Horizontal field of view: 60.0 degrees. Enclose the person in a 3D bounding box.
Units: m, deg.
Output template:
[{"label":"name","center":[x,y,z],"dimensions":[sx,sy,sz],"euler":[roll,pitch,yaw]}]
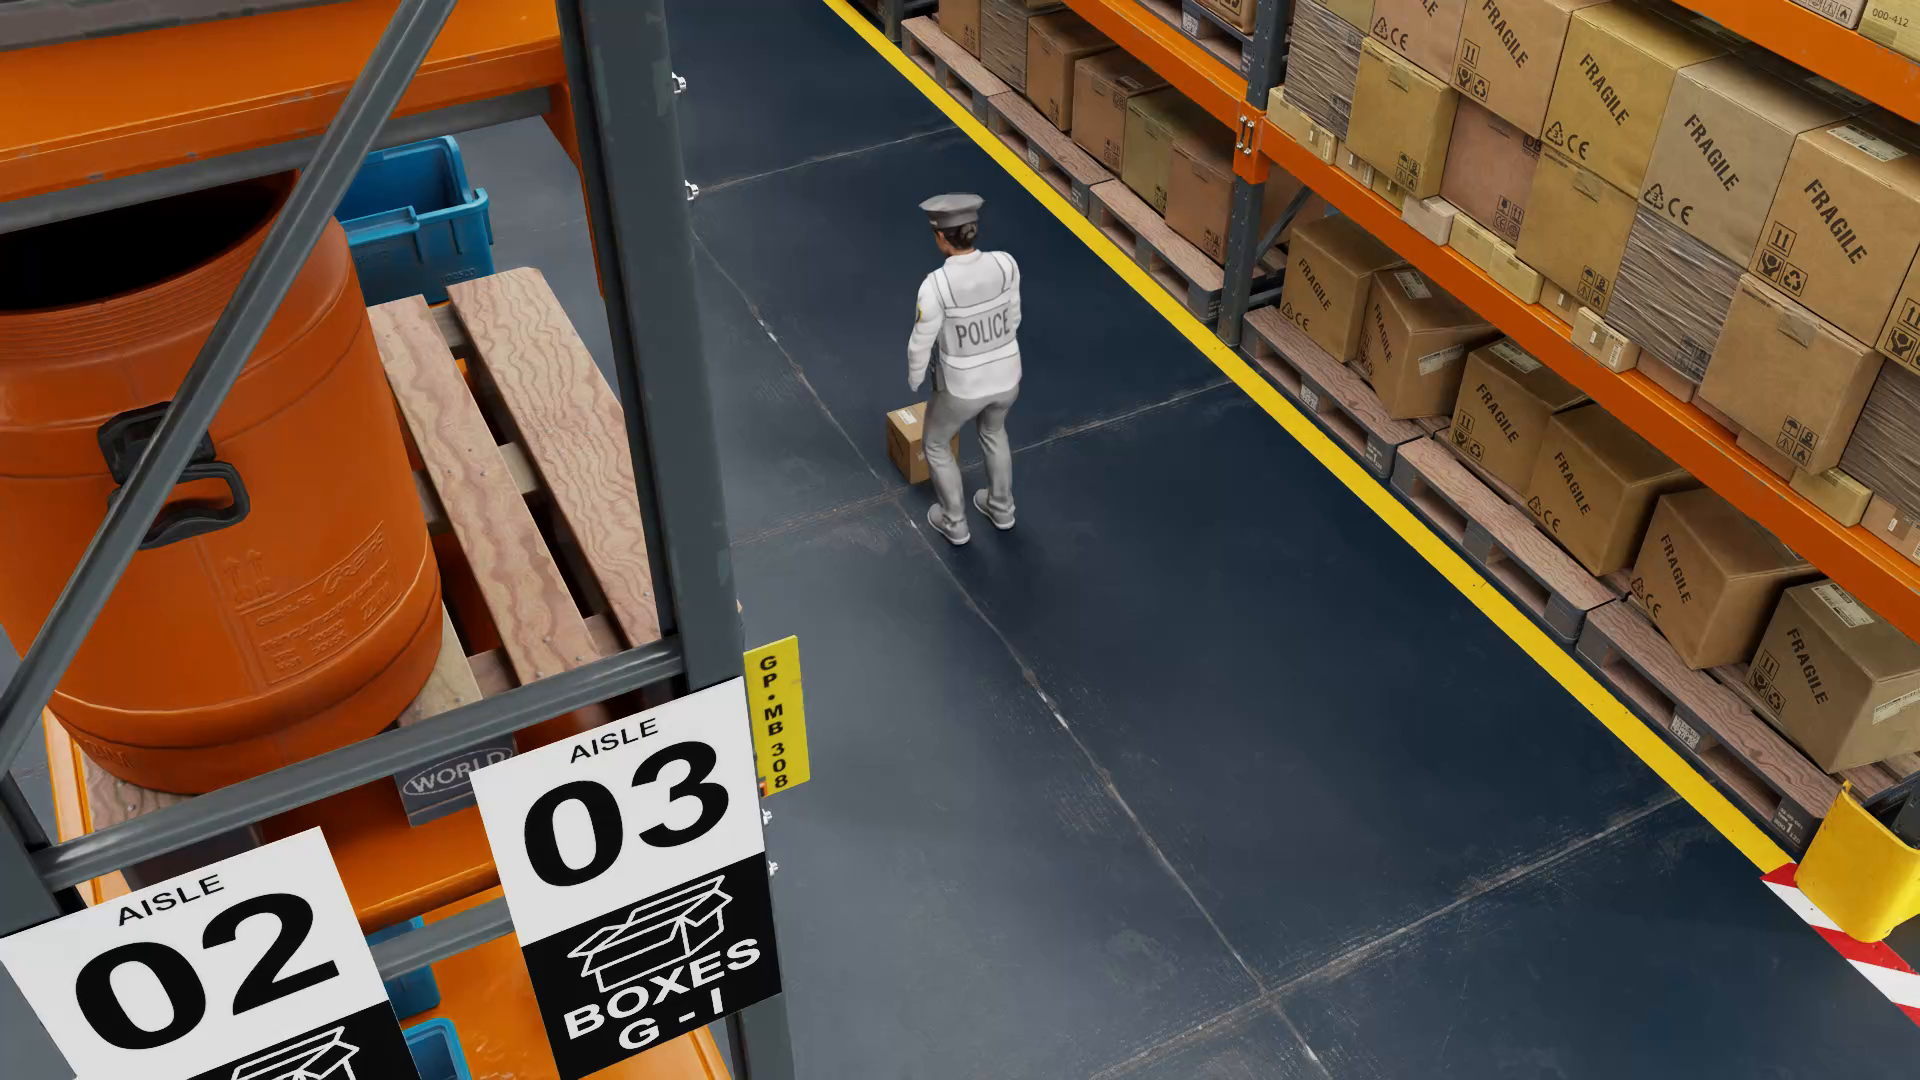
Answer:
[{"label":"person","center":[0.017,-0.691,6.985],"dimensions":[0.504,1.616,0.465],"euler":[-18,45,-19]}]
